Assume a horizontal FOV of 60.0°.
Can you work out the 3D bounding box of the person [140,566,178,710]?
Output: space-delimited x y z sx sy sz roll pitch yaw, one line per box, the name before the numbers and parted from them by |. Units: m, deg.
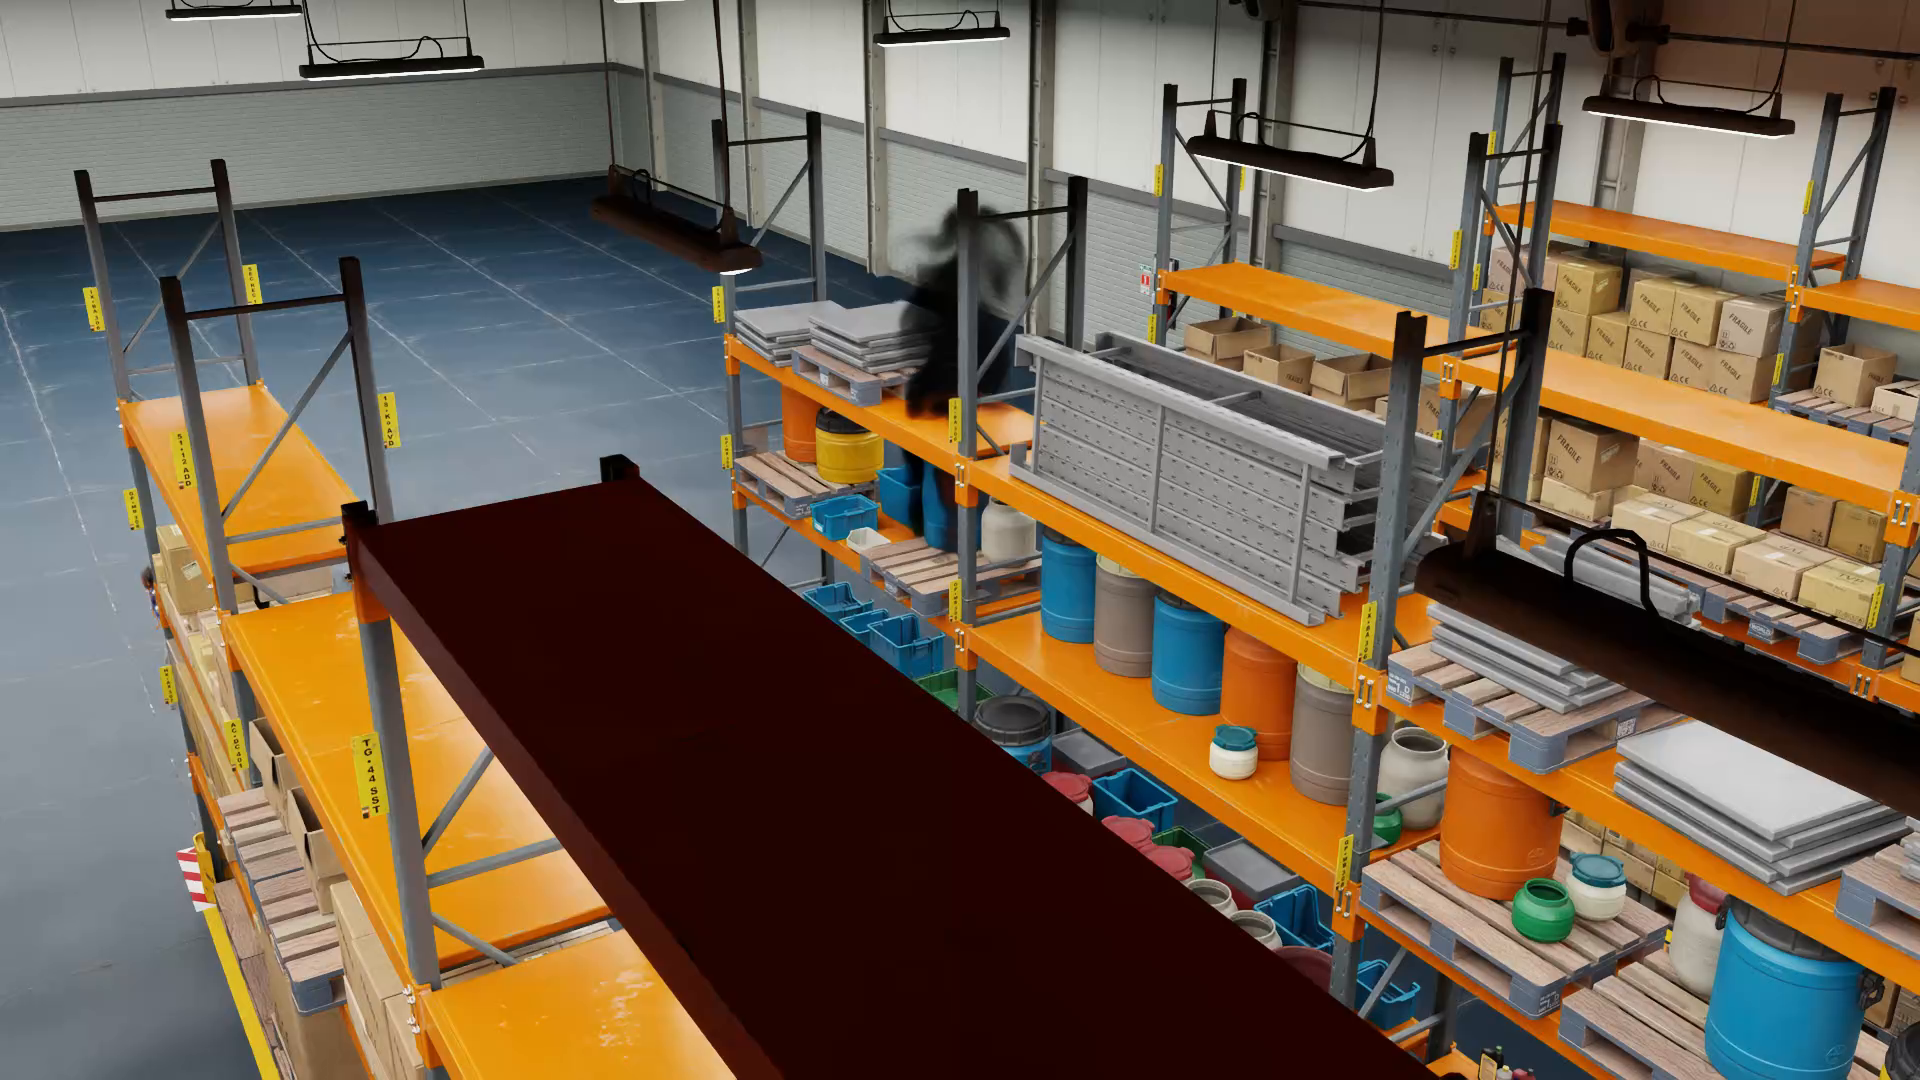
person | -7.696 1.041 16.752 0.972 1.616 0.615 3 22 7
